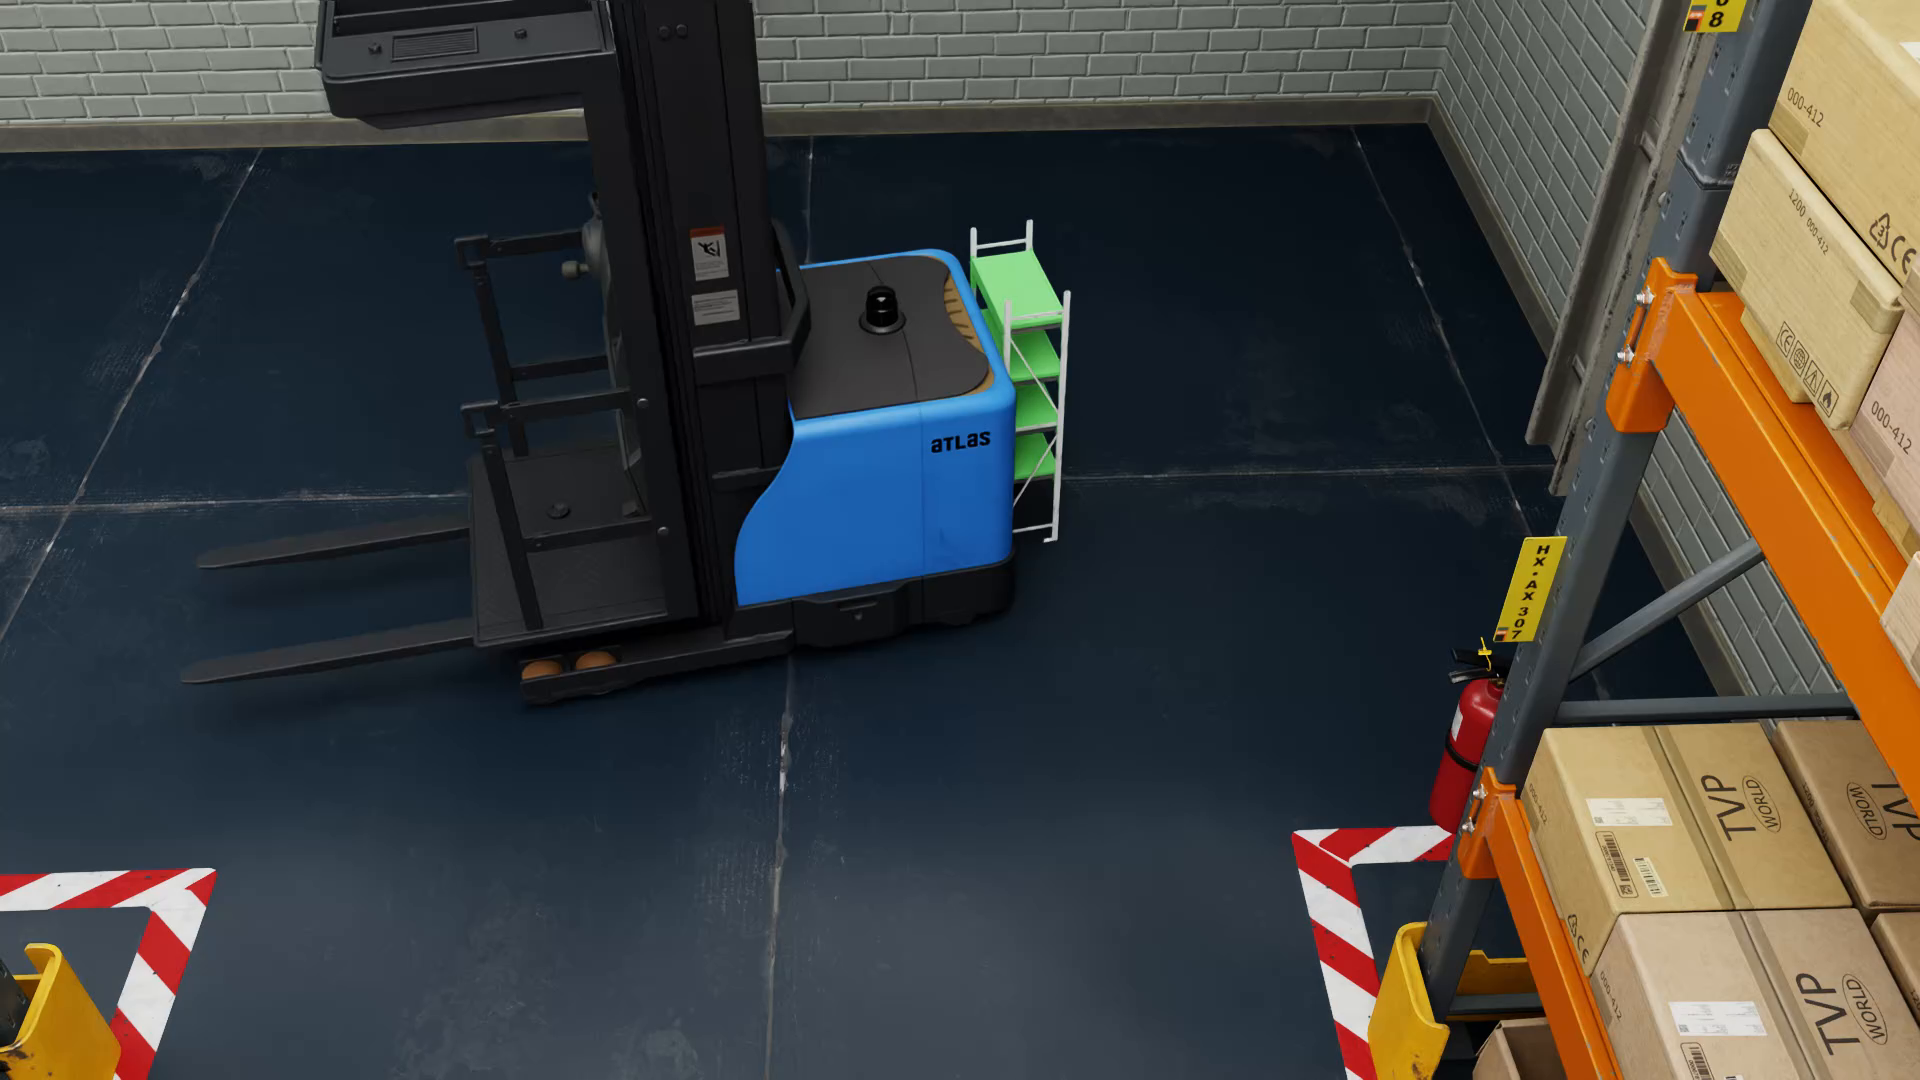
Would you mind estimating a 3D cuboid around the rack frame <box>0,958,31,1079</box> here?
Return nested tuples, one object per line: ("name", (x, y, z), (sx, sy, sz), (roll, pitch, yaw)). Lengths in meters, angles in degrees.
("rack frame", (-3.125, 0.563, 3.916), (1.000, 3.000, 0.127), (-2, 43, -2))

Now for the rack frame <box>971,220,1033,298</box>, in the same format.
("rack frame", (0.158, -0.746, 6.676), (0.240, 1.200, 0.015), (-10, 43, -10))

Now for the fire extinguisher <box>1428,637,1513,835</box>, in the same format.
("fire extinguisher", (1.366, 0.498, 4.320), (0.296, 0.674, 0.183), (-2, 43, -2))

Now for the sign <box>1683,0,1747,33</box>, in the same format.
("sign", (1.291, -0.994, 2.748), (0.100, 0.325, 0.005), (-2, 43, -2))

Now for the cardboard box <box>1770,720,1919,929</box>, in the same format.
("cardboard box", (2.118, 0.667, 3.693), (0.500, 0.250, 0.500), (0, 43, -1))

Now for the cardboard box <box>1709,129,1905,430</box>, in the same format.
("cardboard box", (1.579, -0.434, 2.675), (0.500, 0.250, 0.500), (-2, 43, -2))

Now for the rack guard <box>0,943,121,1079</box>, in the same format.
("rack guard", (-3.126, 1.469, 4.778), (1.175, 0.500, 0.348), (-2, 43, -2))

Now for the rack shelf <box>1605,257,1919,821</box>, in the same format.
("rack shelf", (1.919, 0.928, 1.830), (1.077, 0.370, 4.000), (-2, 43, -2))

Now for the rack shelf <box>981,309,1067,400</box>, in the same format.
("rack shelf", (0.218, -0.716, 6.383), (0.258, 0.148, 0.480), (-10, 43, -10))

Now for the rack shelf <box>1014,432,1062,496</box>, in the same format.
("rack shelf", (0.218, -0.362, 6.707), (0.258, 0.148, 0.480), (-10, 43, -10))

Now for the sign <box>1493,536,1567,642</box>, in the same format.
("sign", (1.291, 0.115, 3.764), (0.100, 0.325, 0.005), (-2, 43, -2))

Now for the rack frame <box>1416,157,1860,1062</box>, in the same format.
("rack frame", (1.834, 0.418, 4.074), (1.000, 3.000, 0.127), (-2, 43, -2))

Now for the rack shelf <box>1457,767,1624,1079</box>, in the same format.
("rack shelf", (1.919, 2.034, 2.844), (1.077, 0.370, 4.000), (-2, 43, -2))

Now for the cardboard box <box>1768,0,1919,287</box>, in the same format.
("cardboard box", (1.602, -0.619, 2.507), (0.500, 0.250, 0.500), (-2, 43, -2))

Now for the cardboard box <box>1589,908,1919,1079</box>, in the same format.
("cardboard box", (1.605, 1.018, 3.310), (0.500, 0.250, 0.500), (-1, 43, -1))

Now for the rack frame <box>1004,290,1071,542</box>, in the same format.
("rack frame", (0.277, -0.426, 6.327), (0.240, 1.200, 0.015), (-10, 43, -10))

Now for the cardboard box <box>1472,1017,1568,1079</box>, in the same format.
("cardboard box", (1.765, 1.599, 4.322), (0.797, 0.503, 0.637), (-3, 43, -3))

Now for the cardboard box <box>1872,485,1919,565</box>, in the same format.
("cardboard box", (1.646, -0.023, 2.521), (0.380, 0.149, 0.250), (-1, 43, -2))

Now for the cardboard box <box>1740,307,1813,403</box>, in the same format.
("cardboard box", (1.615, -0.373, 2.903), (0.380, 0.149, 0.250), (-1, 43, -1))

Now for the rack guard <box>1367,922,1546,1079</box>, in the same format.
("rack guard", (1.837, 1.391, 4.862), (1.175, 0.500, 0.348), (-2, 43, -2))

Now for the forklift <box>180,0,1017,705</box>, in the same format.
("forklift", (-1.364, -0.874, 5.535), (3.031, 2.935, 1.130), (-9, 43, -10))

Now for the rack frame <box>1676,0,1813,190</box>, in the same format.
("rack frame", (1.834, -1.793, 2.047), (1.000, 3.000, 0.127), (-2, 43, -2))

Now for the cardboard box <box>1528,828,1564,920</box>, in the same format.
("cardboard box", (1.573, 0.741, 3.908), (0.380, 0.149, 0.250), (-2, 43, -2))

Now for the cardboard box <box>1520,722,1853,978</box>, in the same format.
("cardboard box", (1.584, 0.678, 3.681), (0.500, 0.250, 0.500), (-1, 43, -2))

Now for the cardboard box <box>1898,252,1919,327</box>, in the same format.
("cardboard box", (1.604, -0.275, 2.132), (0.500, 0.250, 0.500), (-2, 43, -2))

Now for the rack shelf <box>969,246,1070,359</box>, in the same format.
("rack shelf", (0.218, -0.893, 6.221), (0.258, 0.148, 0.480), (-10, 43, -10))

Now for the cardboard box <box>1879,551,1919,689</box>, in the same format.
("cardboard box", (1.554, 0.148, 2.334), (0.380, 0.149, 0.250), (-1, 43, -1))

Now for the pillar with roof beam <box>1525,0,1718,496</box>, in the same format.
("pillar with roof beam", (-1.682, -3.516, 3.926), (9.100, 9.000, 0.400), (-2, 43, -2))

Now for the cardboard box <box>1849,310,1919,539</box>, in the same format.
("cardboard box", (1.622, -0.092, 2.301), (0.500, 0.250, 0.500), (-1, 43, -1))

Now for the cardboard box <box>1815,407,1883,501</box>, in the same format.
("cardboard box", (1.652, -0.197, 2.711), (0.380, 0.149, 0.250), (-1, 43, -1))

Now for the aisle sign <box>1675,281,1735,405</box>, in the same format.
("aisle sign", (1.537, -0.578, 3.236), (0.394, 0.787, 0.004), (-2, 43, -2))

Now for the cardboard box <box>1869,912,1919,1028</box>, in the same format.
("cardboard box", (2.139, 1.015, 3.314), (0.500, 0.250, 0.500), (-2, 43, -2))

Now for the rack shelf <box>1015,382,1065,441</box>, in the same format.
("rack shelf", (0.218, -0.539, 6.545), (0.258, 0.148, 0.480), (-10, 43, -10))

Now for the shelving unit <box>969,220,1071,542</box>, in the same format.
("shelving unit", (0.218, -0.586, 6.502), (0.258, 1.200, 0.503), (-10, 43, -10))
